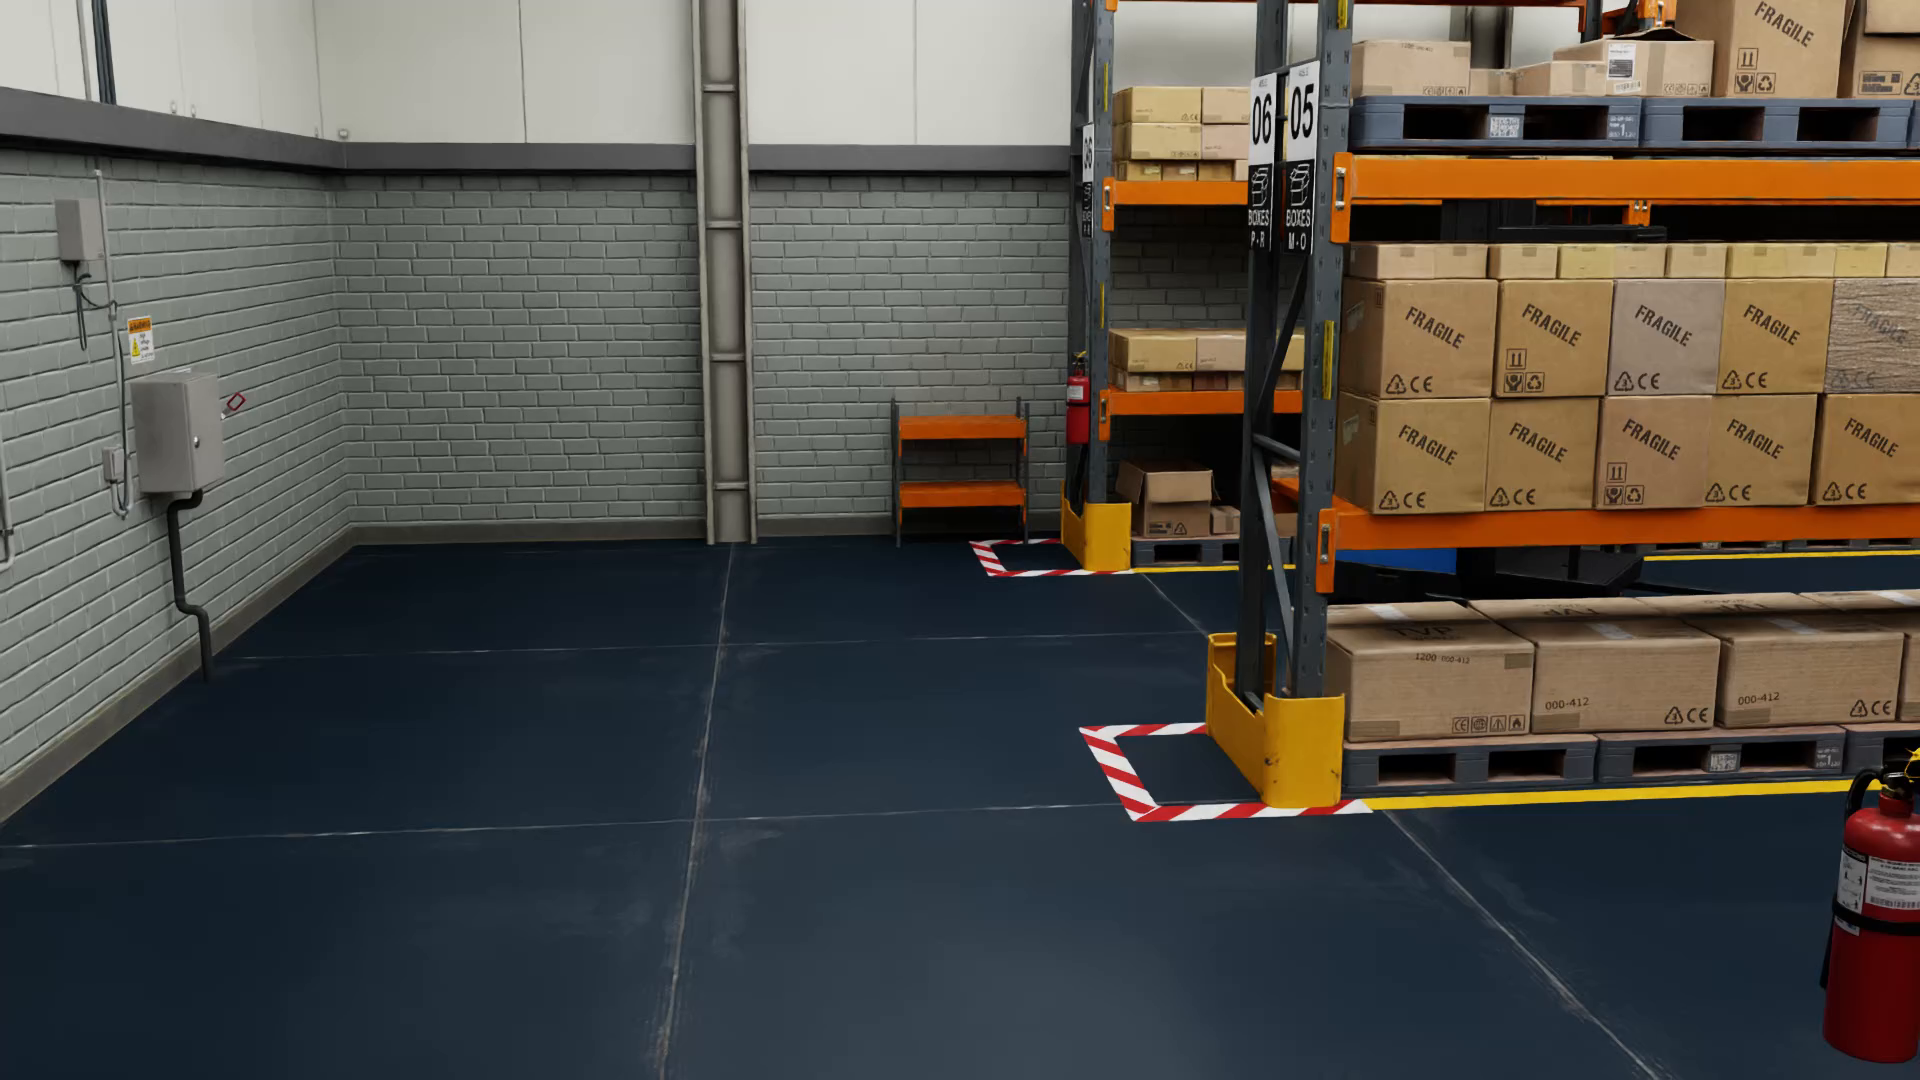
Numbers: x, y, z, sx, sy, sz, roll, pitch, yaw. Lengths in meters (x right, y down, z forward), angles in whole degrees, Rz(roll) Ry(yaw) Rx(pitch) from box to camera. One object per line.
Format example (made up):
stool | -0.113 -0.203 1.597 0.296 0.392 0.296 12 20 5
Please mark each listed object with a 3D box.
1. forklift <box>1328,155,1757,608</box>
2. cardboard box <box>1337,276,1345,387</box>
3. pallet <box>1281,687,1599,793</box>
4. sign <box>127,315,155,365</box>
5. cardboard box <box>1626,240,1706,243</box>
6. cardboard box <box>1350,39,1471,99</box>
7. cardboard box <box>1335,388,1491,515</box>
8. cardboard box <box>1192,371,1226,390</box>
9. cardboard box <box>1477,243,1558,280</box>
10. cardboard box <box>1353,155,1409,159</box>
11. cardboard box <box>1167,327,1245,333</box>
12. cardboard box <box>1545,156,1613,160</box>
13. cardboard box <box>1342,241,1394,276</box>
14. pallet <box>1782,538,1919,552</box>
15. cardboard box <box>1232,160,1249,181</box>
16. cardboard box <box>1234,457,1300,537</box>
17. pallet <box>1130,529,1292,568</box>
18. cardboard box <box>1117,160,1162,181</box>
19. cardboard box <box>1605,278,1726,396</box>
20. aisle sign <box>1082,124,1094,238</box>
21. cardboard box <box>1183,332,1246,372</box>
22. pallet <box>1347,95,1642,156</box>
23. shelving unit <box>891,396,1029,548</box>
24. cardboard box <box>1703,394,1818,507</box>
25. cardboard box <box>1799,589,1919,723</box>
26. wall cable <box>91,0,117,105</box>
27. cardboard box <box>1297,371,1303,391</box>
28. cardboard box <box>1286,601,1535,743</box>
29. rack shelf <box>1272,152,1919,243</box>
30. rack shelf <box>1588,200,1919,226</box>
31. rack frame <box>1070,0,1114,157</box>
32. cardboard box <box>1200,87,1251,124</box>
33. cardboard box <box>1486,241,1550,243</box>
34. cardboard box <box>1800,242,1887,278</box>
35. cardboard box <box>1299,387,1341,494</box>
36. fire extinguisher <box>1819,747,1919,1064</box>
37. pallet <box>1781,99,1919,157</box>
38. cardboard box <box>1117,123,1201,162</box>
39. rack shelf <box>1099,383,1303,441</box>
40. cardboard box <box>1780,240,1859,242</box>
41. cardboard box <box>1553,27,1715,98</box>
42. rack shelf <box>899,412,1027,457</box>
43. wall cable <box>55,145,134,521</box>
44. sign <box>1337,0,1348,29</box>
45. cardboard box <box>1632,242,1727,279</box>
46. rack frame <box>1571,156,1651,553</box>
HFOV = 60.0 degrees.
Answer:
forklift | 3.833 -0.949 10.598 3.031 2.935 1.130 7 13 33
cardboard box | 1.946 -0.996 7.808 0.500 0.500 0.500 -1 11 -4
pallet | 2.279 0.936 8.061 1.213 0.211 1.003 -1 11 -6
sign | -4.392 -1.075 8.920 0.001 0.242 0.339 -1 11 -6
cardboard box | 3.354 -1.344 7.894 0.250 0.149 0.380 -1 11 -4
cardboard box | 1.931 -2.081 7.441 0.500 0.250 0.500 -2 11 -11
cardboard box | 2.001 -0.405 7.392 0.500 0.500 0.500 -1 11 -7
cardboard box | 1.815 -1.210 12.398 0.250 0.149 0.380 -1 11 -7
cardboard box | 2.399 -1.216 7.243 0.250 0.149 0.380 -1 11 -4
cardboard box | 2.949 -2.892 12.143 0.500 0.250 0.500 -1 11 -7
cardboard box | 1.895 -1.496 12.819 0.500 0.250 0.500 -1 11 -6
cardboard box | 4.477 -2.922 12.297 0.500 0.250 0.500 -1 11 -6
cardboard box | 1.828 -1.305 7.696 0.250 0.149 0.380 -1 11 -5
pallet | 6.950 -0.118 13.421 1.213 0.211 1.003 -1 11 -6
cardboard box | 2.069 -2.661 12.004 0.250 0.149 0.380 -1 11 -5
cardboard box | 2.425 -0.337 12.698 0.500 0.500 0.700 -1 11 -4
pallet | 1.821 -0.003 12.835 1.213 0.211 1.003 -1 11 -6
cardboard box | 1.295 -2.663 12.014 0.250 0.149 0.380 -1 11 -5
cardboard box | 3.025 -0.920 7.421 0.500 0.500 0.500 -1 11 -7
aisle sign | 0.917 -2.570 11.928 0.004 0.787 0.394 -1 11 -6
cardboard box | 1.935 -1.393 12.297 0.500 0.250 0.500 -1 11 -5
pallet | 2.229 -1.847 7.439 1.213 0.211 1.003 -1 11 -6
shelving unit | -0.006 -0.552 13.258 1.048 1.125 0.538 -1 11 -6
cardboard box | 3.505 -0.441 7.578 0.500 0.500 0.500 -1 11 -4
cardboard box | 4.834 0.559 8.299 0.875 0.438 0.875 -1 11 -7
wall cable | -4.474 -3.870 9.626 0.133 3.039 2.988 -1 11 -6
cardboard box | 2.596 -1.201 12.352 0.250 0.149 0.380 -2 11 -8
cardboard box | 2.138 0.617 8.005 0.875 0.438 0.875 -2 11 -8
rack shelf | 3.481 -1.561 7.623 4.000 0.370 1.077 -1 11 -6
rack shelf | 6.918 -2.596 12.888 4.000 0.370 1.077 -1 11 -6
rack frame | 0.953 -4.296 11.894 0.127 3.000 1.000 -1 11 -6
cardboard box | 1.929 -3.110 11.958 0.500 0.250 0.500 -1 11 -6
cardboard box | 2.580 -1.333 7.842 0.250 0.149 0.380 -1 11 -5
cardboard box | 3.920 -1.260 7.469 0.250 0.149 0.380 -1 11 -7
cardboard box | 1.944 -0.511 7.930 0.500 0.500 0.500 -1 11 -6
fire extinguisher | 1.828 0.684 3.280 0.183 0.674 0.296 -1 11 -6
pallet | 4.655 -1.897 7.697 1.213 0.211 1.003 -1 11 -6
cardboard box | 1.424 -2.854 11.949 0.500 0.250 0.500 -1 11 -7
rack shelf | 2.941 -1.041 12.754 4.000 0.370 1.077 -1 11 -6
cardboard box | 4.104 -1.370 8.028 0.250 0.149 0.380 -2 11 -8
cardboard box | 2.986 -2.106 7.410 0.500 0.311 0.500 -1 11 -5
rack shelf | -0.006 -0.839 13.201 1.000 0.278 0.538 -1 11 -6
wall cable | -4.275 -1.049 8.295 0.122 1.984 0.588 -1 11 -6
sign | 1.547 -2.234 6.708 0.005 0.325 0.100 -1 11 -6
cardboard box | 3.167 -1.237 7.353 0.250 0.149 0.380 -1 11 -6
rack frame | 4.930 -1.436 12.896 0.127 3.000 1.000 -1 11 -6
